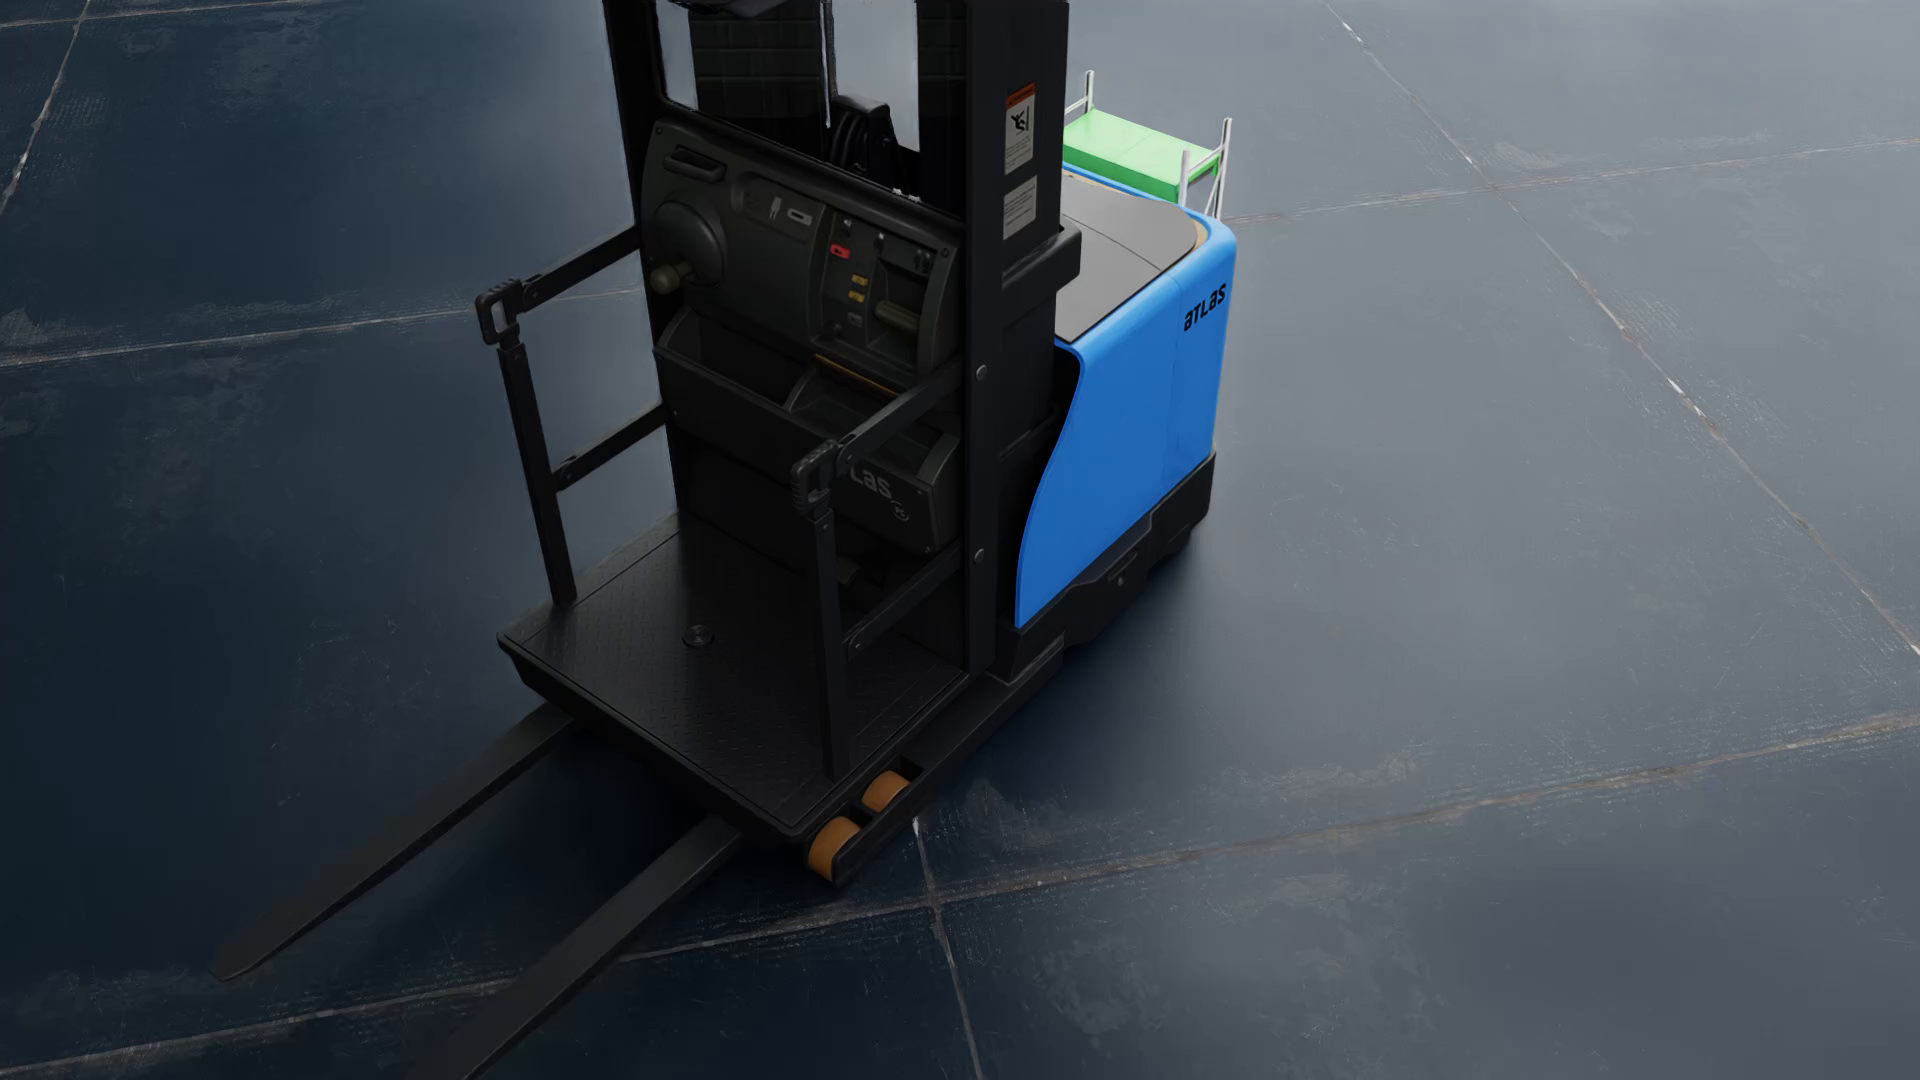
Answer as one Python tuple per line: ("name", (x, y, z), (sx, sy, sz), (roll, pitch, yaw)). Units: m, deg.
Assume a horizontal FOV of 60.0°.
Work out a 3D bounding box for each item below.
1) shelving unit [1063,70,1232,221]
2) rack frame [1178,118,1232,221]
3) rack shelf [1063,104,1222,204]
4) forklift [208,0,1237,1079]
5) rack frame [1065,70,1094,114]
("shelving unit", (0.516, -0.812, 5.261), (0.503, 1.200, 0.258), (28, 49, 28))
("rack frame", (0.707, -0.712, 5.148), (0.015, 1.200, 0.240), (28, 49, 28))
("rack shelf", (0.516, -1.124, 4.985), (0.480, 0.148, 0.258), (28, 49, 28))
("forklift", (-0.522, -0.597, 3.715), (1.130, 2.935, 3.031), (28, 49, 28))
("rack frame", (0.325, -0.913, 5.375), (0.015, 1.200, 0.240), (28, 49, 28))
